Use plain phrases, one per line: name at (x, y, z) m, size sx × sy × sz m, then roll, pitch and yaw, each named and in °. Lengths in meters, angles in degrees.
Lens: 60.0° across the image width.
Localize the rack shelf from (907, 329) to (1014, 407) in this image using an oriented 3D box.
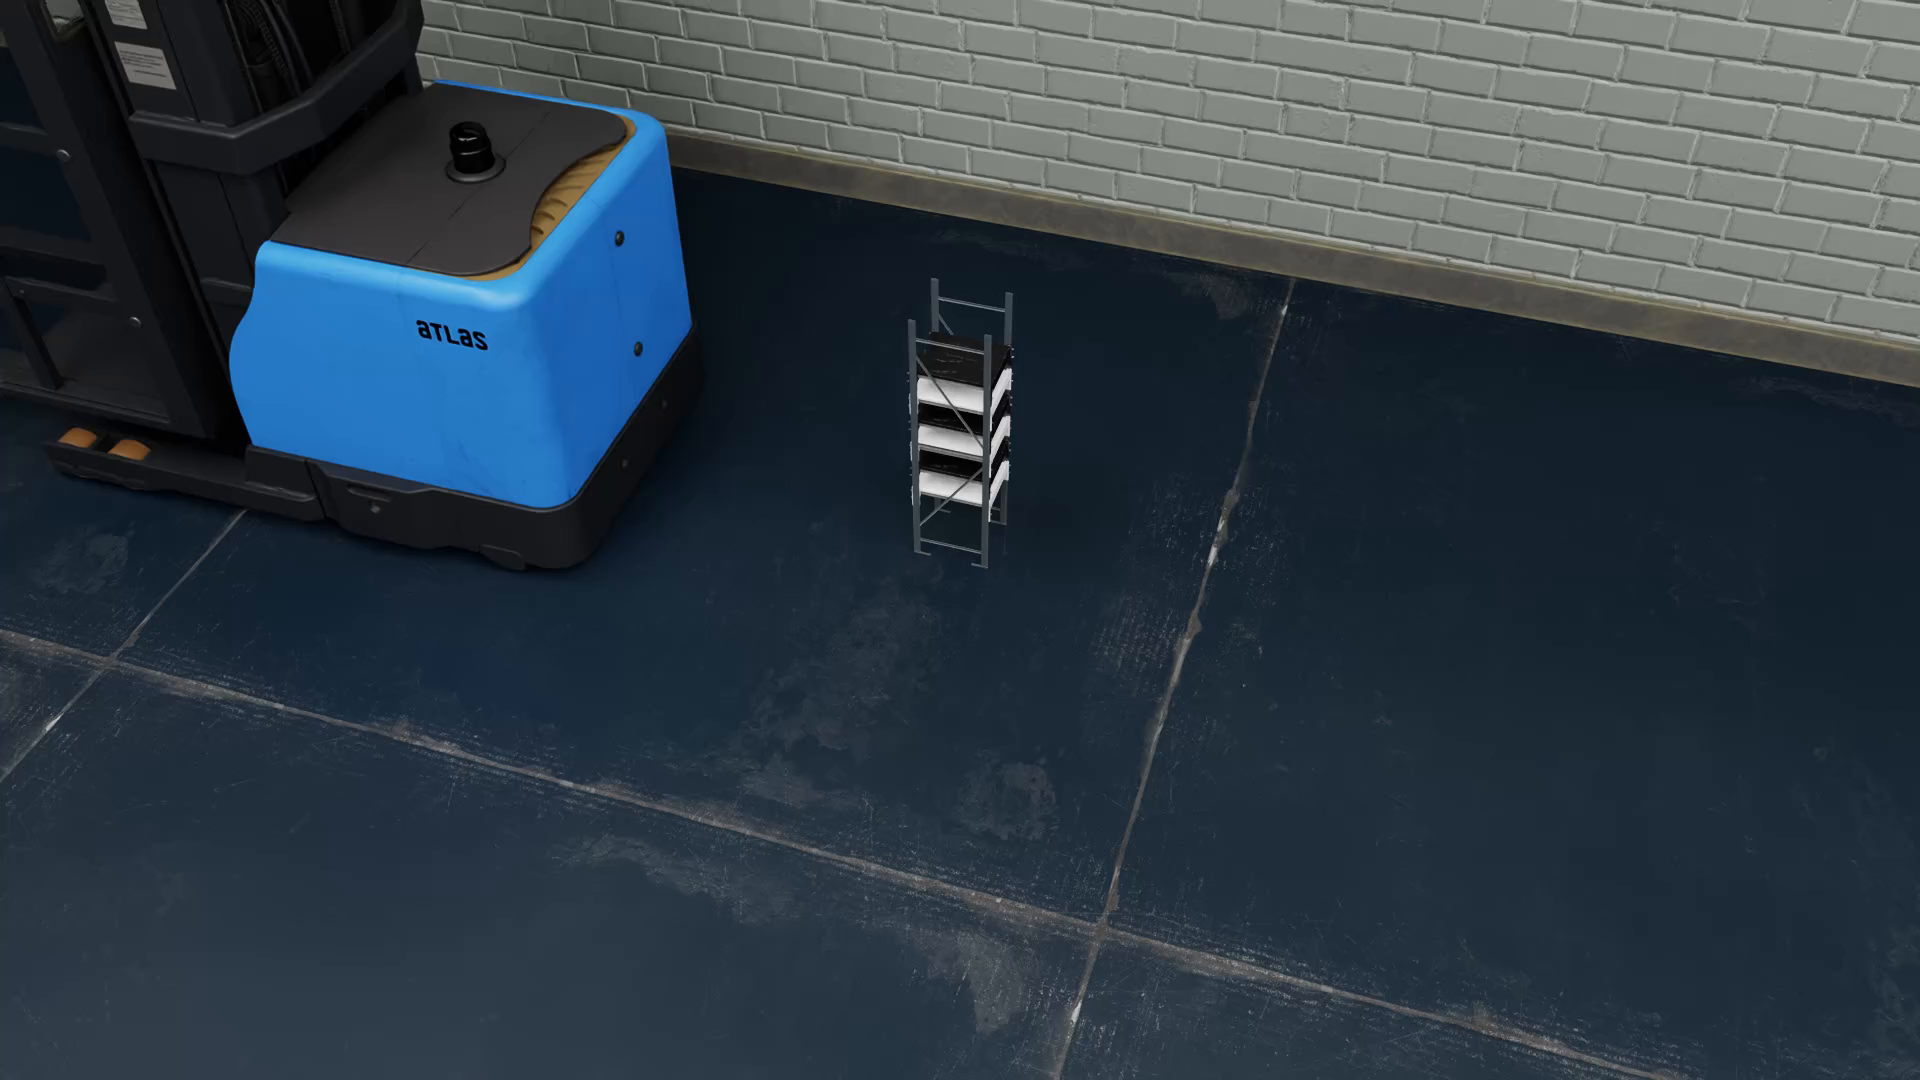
rack shelf at (0.002, -0.496, 4.775) m, size 0.258 × 0.077 × 0.200 m, roll 13°, pitch 46°, yaw 12°

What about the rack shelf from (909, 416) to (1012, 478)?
rack shelf at (0.002, -0.303, 4.964) m, size 0.258 × 0.077 × 0.200 m, roll 13°, pitch 46°, yaw 12°

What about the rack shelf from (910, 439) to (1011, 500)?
rack shelf at (0.002, -0.239, 5.027) m, size 0.258 × 0.077 × 0.200 m, roll 13°, pitch 46°, yaw 12°

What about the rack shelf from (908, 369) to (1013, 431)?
rack shelf at (0.002, -0.432, 4.838) m, size 0.258 × 0.077 × 0.200 m, roll 13°, pitch 46°, yaw 12°

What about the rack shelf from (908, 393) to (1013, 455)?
rack shelf at (0.002, -0.368, 4.901) m, size 0.258 × 0.077 × 0.200 m, roll 13°, pitch 46°, yaw 12°

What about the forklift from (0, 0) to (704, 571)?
forklift at (-2.453, -1.550, 4.739) m, size 3.031 × 2.935 × 1.130 m, roll 12°, pitch 46°, yaw 12°

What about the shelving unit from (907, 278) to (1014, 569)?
shelving unit at (0.002, -0.327, 4.941) m, size 0.258 × 0.900 × 0.210 m, roll 13°, pitch 46°, yaw 12°

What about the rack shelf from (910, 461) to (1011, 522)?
rack shelf at (0.002, -0.175, 5.090) m, size 0.258 × 0.077 × 0.200 m, roll 13°, pitch 46°, yaw 12°

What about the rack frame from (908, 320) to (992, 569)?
rack frame at (-0.028, -0.259, 4.872) m, size 0.240 × 0.900 × 0.006 m, roll 13°, pitch 46°, yaw 12°

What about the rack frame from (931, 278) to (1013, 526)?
rack frame at (0.033, -0.395, 5.010) m, size 0.240 × 0.900 × 0.006 m, roll 13°, pitch 46°, yaw 12°
